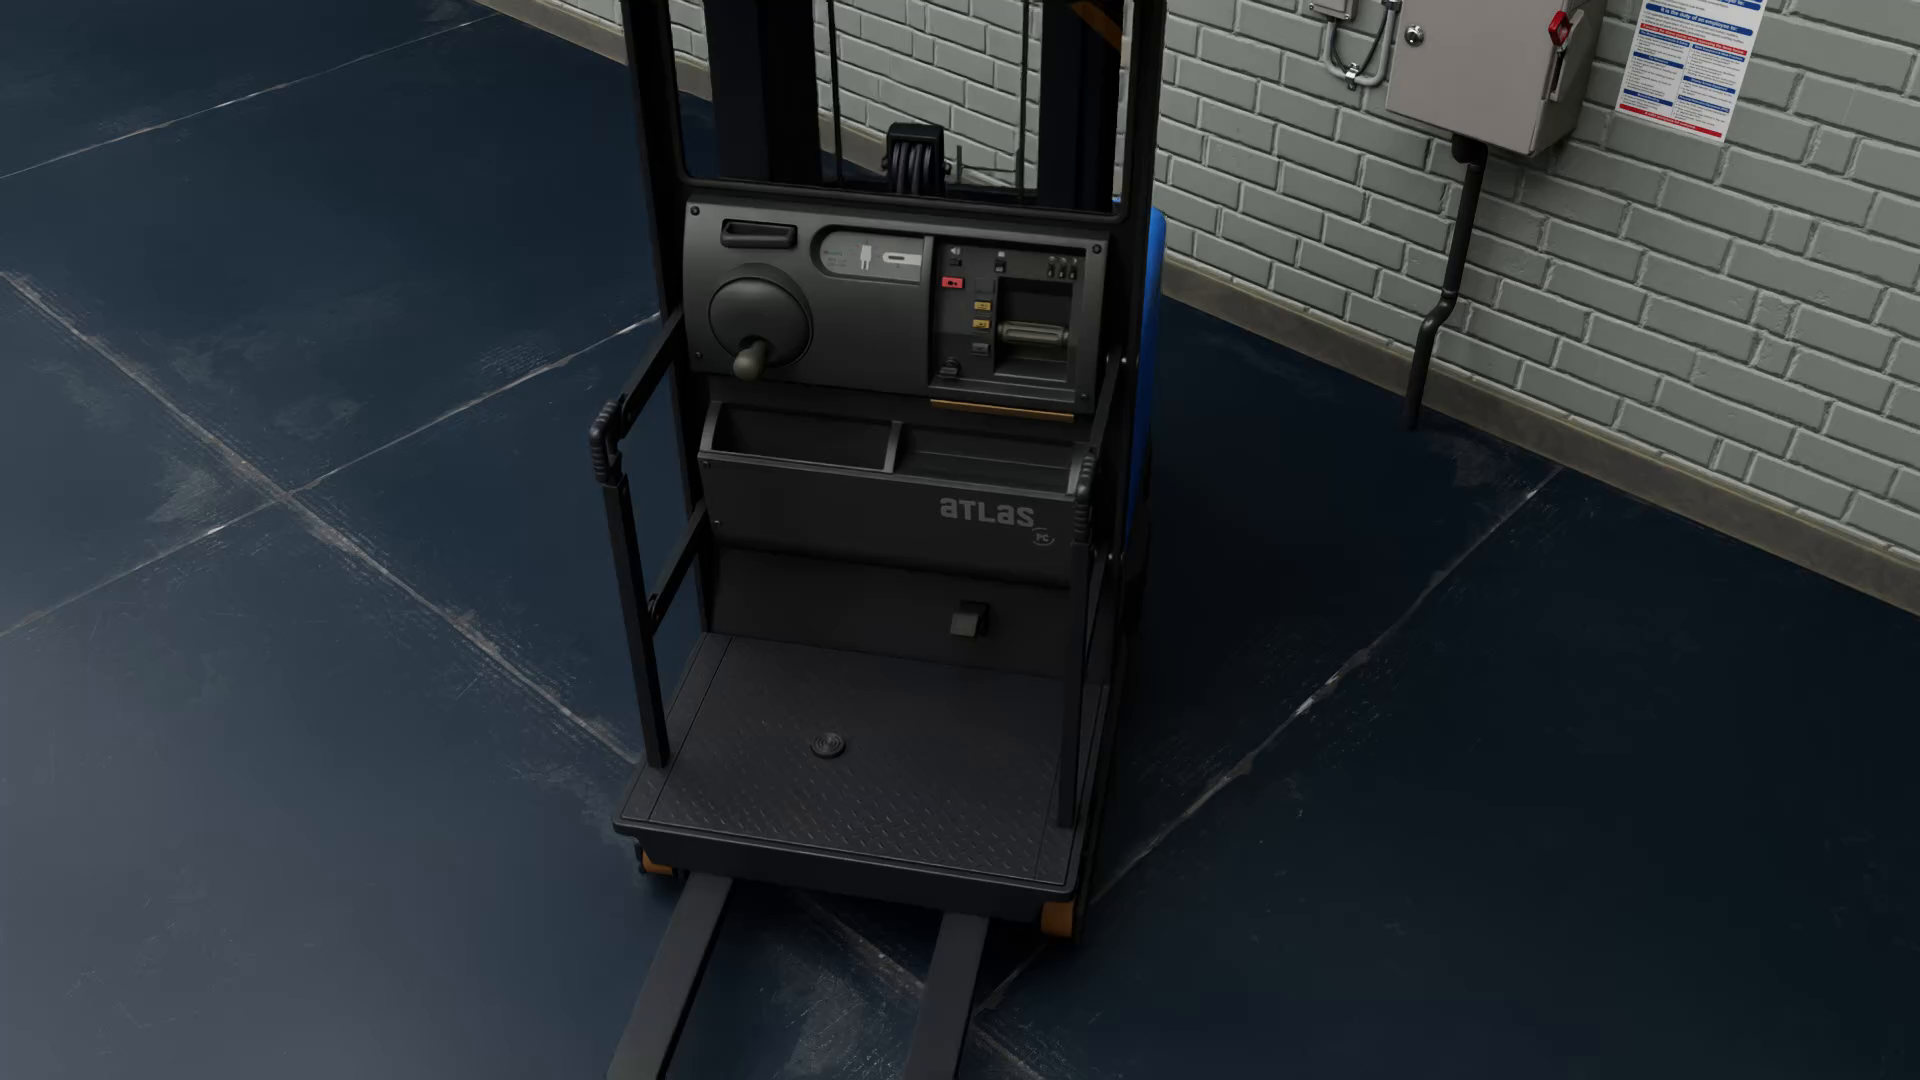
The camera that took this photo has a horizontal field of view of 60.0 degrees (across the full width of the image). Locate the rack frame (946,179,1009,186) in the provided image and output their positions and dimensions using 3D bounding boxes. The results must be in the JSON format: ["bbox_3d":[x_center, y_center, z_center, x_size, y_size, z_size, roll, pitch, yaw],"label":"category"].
[{"bbox_3d":[0.044,-0.639,5.210,0.200,1.050,0.008,7,39,9],"label":"rack frame"}]

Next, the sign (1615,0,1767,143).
[{"bbox_3d":[2.053,-1.393,4.668,0.329,0.494,0.001,30,47,32],"label":"sign"}]

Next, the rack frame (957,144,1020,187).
[{"bbox_3d":[0.090,-0.788,5.397,0.200,1.050,0.008,7,39,9],"label":"rack frame"}]

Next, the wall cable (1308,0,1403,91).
[{"bbox_3d":[1.151,-2.299,4.915,0.588,1.984,0.122,30,47,32],"label":"wall cable"}]

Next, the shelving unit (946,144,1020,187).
[{"bbox_3d":[0.067,-0.713,5.304,0.215,1.050,0.252,7,39,9],"label":"shelving unit"}]

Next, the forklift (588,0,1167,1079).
[{"bbox_3d":[-0.189,-0.437,3.445,1.130,2.935,3.031,7,39,9],"label":"forklift"}]

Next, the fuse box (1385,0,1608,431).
[{"bbox_3d":[1.549,-1.038,5.181,0.539,1.711,0.414,30,47,32],"label":"fuse box"}]
